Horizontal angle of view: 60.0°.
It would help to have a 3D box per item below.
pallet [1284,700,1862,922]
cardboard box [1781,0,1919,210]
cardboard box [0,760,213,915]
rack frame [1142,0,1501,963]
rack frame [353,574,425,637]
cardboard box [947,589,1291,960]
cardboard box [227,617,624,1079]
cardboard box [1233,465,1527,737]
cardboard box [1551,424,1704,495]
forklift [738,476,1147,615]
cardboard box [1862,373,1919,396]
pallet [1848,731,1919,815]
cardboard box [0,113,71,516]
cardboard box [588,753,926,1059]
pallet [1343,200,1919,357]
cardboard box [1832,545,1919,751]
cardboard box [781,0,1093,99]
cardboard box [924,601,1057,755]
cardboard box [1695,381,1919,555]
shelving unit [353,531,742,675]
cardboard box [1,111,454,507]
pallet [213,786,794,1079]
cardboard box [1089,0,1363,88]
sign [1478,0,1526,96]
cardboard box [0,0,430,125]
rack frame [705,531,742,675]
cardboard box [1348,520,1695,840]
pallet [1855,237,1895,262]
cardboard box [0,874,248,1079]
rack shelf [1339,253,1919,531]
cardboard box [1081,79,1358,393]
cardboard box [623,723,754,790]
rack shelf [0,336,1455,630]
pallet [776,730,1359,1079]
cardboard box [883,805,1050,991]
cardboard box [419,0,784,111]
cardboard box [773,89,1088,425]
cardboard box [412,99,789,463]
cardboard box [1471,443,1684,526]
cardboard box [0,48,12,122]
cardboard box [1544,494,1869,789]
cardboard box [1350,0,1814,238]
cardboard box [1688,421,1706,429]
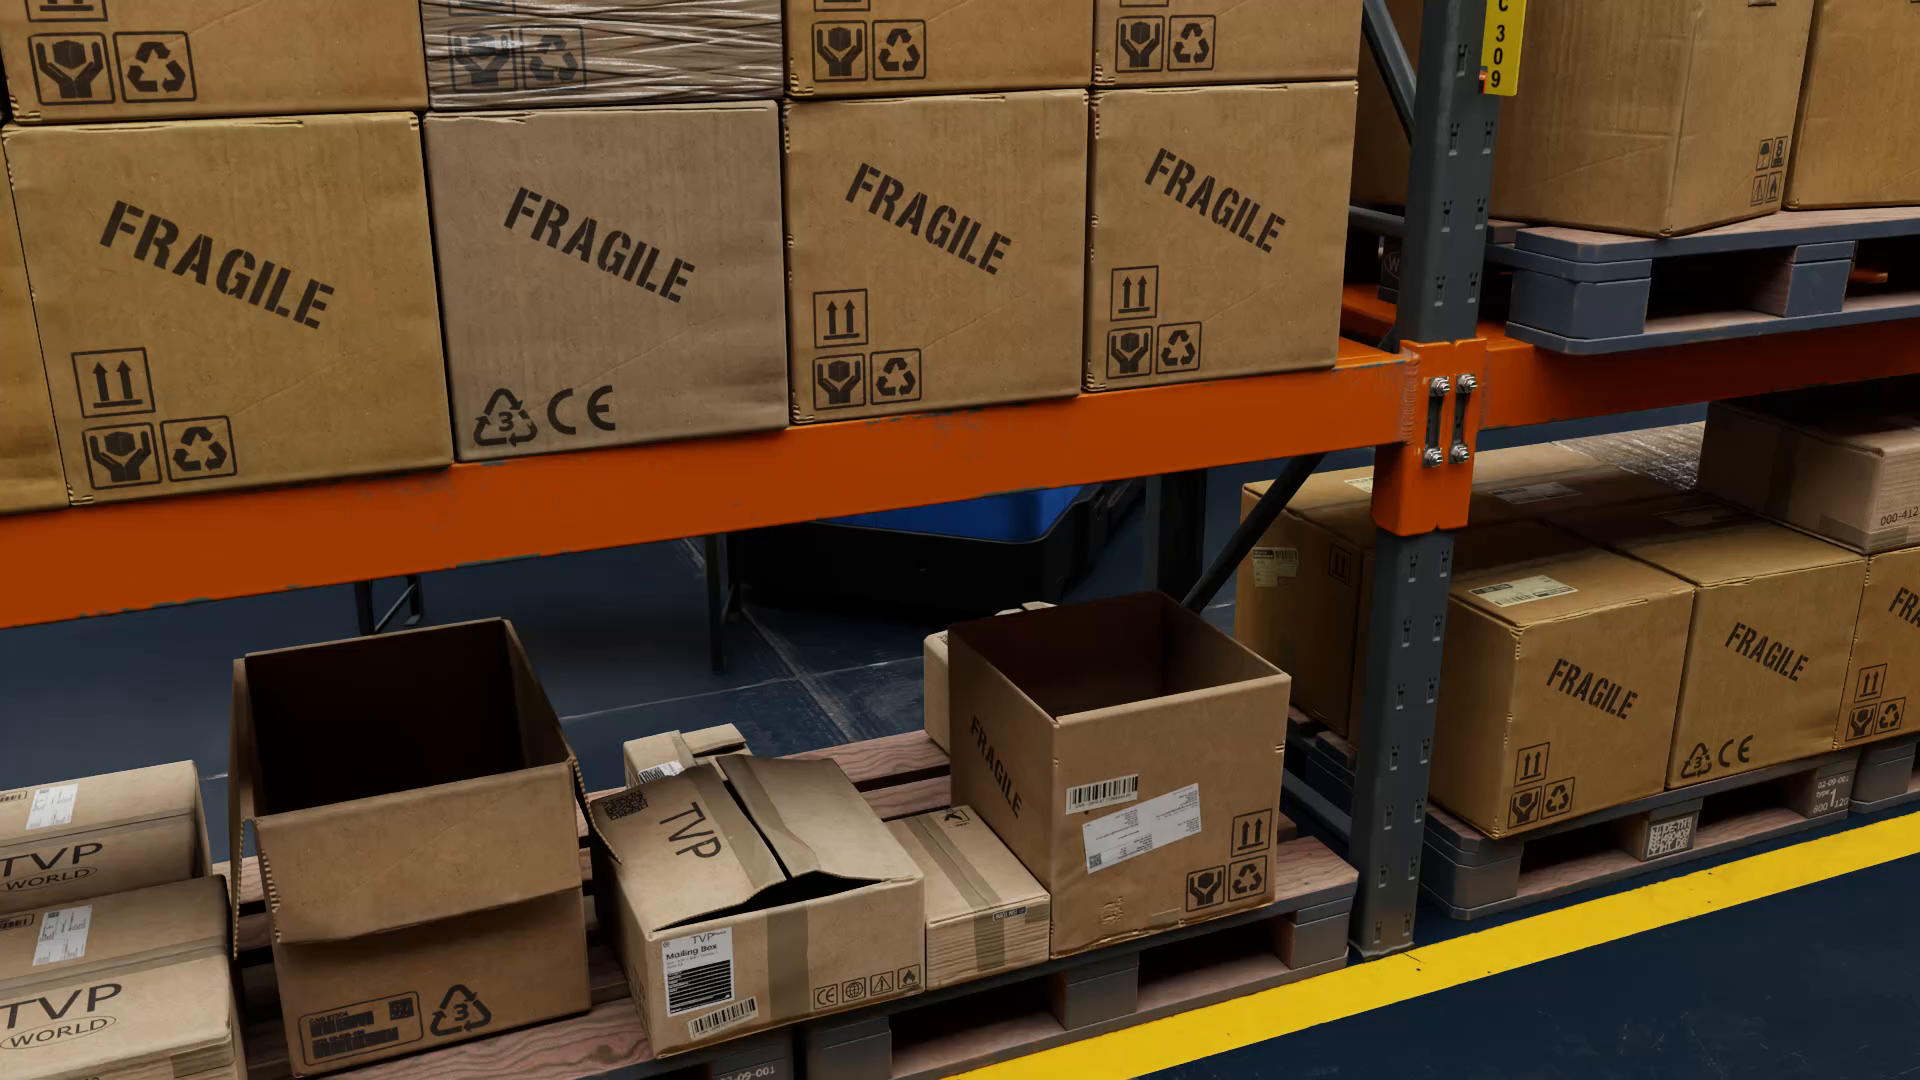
[{"bbox_3d":[1.443,0.510,4.255,1.213,0.211,1.003,-8,21,-22],"label":"pallet"},{"bbox_3d":[1.841,-1.035,3.664,0.500,0.500,0.700,-5,20,-13],"label":"cardboard box"},{"bbox_3d":[-1.676,0.667,3.089,0.500,0.250,0.500,-8,21,-22],"label":"cardboard box"},{"bbox_3d":[0.711,-0.686,3.455,0.127,3.000,1.000,-8,21,-22],"label":"rack frame"},{"bbox_3d":[-1.734,-0.389,4.868,0.032,1.500,0.500,0,19,-1],"label":"rack frame"},{"bbox_3d":[0.300,0.447,3.338,0.500,0.500,0.500,-8,21,-22],"label":"cardboard box"},{"bbox_3d":[-1.012,0.532,3.090,0.637,0.503,0.797,-8,21,-22],"label":"cardboard box"},{"bbox_3d":[1.051,0.133,4.229,0.500,0.500,0.500,-8,21,-22],"label":"cardboard box"},{"bbox_3d":[1.969,0.005,4.594,0.500,0.500,0.500,-8,21,-21],"label":"cardboard box"},{"bbox_3d":[0.199,-1.601,6.156,1.130,2.935,3.031,6,20,17],"label":"forklift"},{"bbox_3d":[2.630,-0.256,4.204,0.500,0.250,0.500,-9,21,-23],"label":"cardboard box"},{"bbox_3d":[2.565,0.349,4.714,1.213,0.211,1.003,-8,21,-22],"label":"pallet"},{"bbox_3d":[-1.516,-0.320,2.264,0.500,0.500,0.500,-8,21,-22],"label":"cardboard box"},{"bbox_3d":[-0.388,0.635,3.090,0.500,0.311,0.500,-8,21,-22],"label":"cardboard box"},{"bbox_3d":[1.488,-0.668,3.691,1.213,0.211,1.003,-8,21,-22],"label":"pallet"},{"bbox_3d":[2.199,0.159,4.156,0.500,0.500,0.500,-8,21,-21],"label":"cardboard box"},{"bbox_3d":[-0.120,-0.991,2.665,0.500,0.500,0.500,-9,21,-23],"label":"cardboard box"},{"bbox_3d":[0.240,0.364,3.859,0.500,0.311,0.500,-8,21,-22],"label":"cardboard box"},{"bbox_3d":[2.170,-0.189,4.016,0.500,0.250,0.500,-8,21,-22],"label":"cardboard box"},{"bbox_3d":[-1.225,-0.391,4.874,1.048,1.500,0.538,0,19,-1],"label":"shelving unit"},{"bbox_3d":[-1.057,-0.385,2.449,0.500,0.500,0.500,-8,21,-21],"label":"cardboard box"},{"bbox_3d":[-1.042,0.881,3.203,1.213,0.211,1.003,-8,21,-22],"label":"pallet"},{"bbox_3d":[0.349,-1.060,2.859,0.500,0.500,0.500,-8,21,-22],"label":"cardboard box"},{"bbox_3d":[0.933,-0.930,2.844,0.005,0.325,0.100,-8,21,-22],"label":"sign"},{"bbox_3d":[-1.045,-0.859,2.290,0.500,0.500,0.500,-8,21,-22],"label":"cardboard box"},{"bbox_3d":[-0.717,-0.393,4.881,0.032,1.500,0.500,0,19,-1],"label":"rack frame"},{"bbox_3d":[1.252,0.296,3.767,0.500,0.500,0.500,-9,21,-24],"label":"cardboard box"},{"bbox_3d":[2.600,-0.865,4.251,1.213,0.211,1.003,-8,21,-22],"label":"pallet"},{"bbox_3d":[-1.432,0.813,2.675,0.500,0.250,0.500,-8,21,-22],"label":"cardboard box"},{"bbox_3d":[2.547,-0.610,4.322,4.000,0.370,1.077,-8,21,-22],"label":"rack shelf"},{"bbox_3d":[0.354,-0.589,3.029,0.500,0.500,0.500,-8,21,-21],"label":"cardboard box"},{"bbox_3d":[-0.550,0.549,3.551,0.250,0.166,0.380,-8,21,-22],"label":"cardboard box"},{"bbox_3d":[-1.125,-0.084,2.827,4.000,0.370,1.077,-8,21,-22],"label":"rack shelf"},{"bbox_3d":[0.080,0.719,3.662,1.213,0.211,1.003,-8,21,-22],"label":"pallet"},{"bbox_3d":[-0.020,0.680,3.205,0.250,0.149,0.380,-8,21,-22],"label":"cardboard box"},{"bbox_3d":[-0.583,-0.925,2.477,0.500,0.500,0.500,-8,21,-21],"label":"cardboard box"},{"bbox_3d":[-0.119,-0.521,2.835,0.500,0.500,0.500,-8,21,-20],"label":"cardboard box"},{"bbox_3d":[-0.590,-0.453,2.641,0.500,0.500,0.500,-8,21,-21],"label":"cardboard box"},{"bbox_3d":[1.508,0.070,4.407,0.500,0.500,0.500,-8,21,-22],"label":"cardboard box"},{"bbox_3d":[-1.512,-0.792,2.100,0.500,0.500,0.500,-8,21,-21],"label":"cardboard box"},{"bbox_3d":[1.737,0.222,3.975,0.500,0.500,0.500,-8,21,-21],"label":"cardboard box"},{"bbox_3d":[1.235,-0.926,3.352,0.500,0.500,0.700,-17,26,-40],"label":"cardboard box"},{"bbox_3d":[2.435,-0.063,4.786,0.500,0.500,0.500,-9,21,-24],"label":"cardboard box"}]
